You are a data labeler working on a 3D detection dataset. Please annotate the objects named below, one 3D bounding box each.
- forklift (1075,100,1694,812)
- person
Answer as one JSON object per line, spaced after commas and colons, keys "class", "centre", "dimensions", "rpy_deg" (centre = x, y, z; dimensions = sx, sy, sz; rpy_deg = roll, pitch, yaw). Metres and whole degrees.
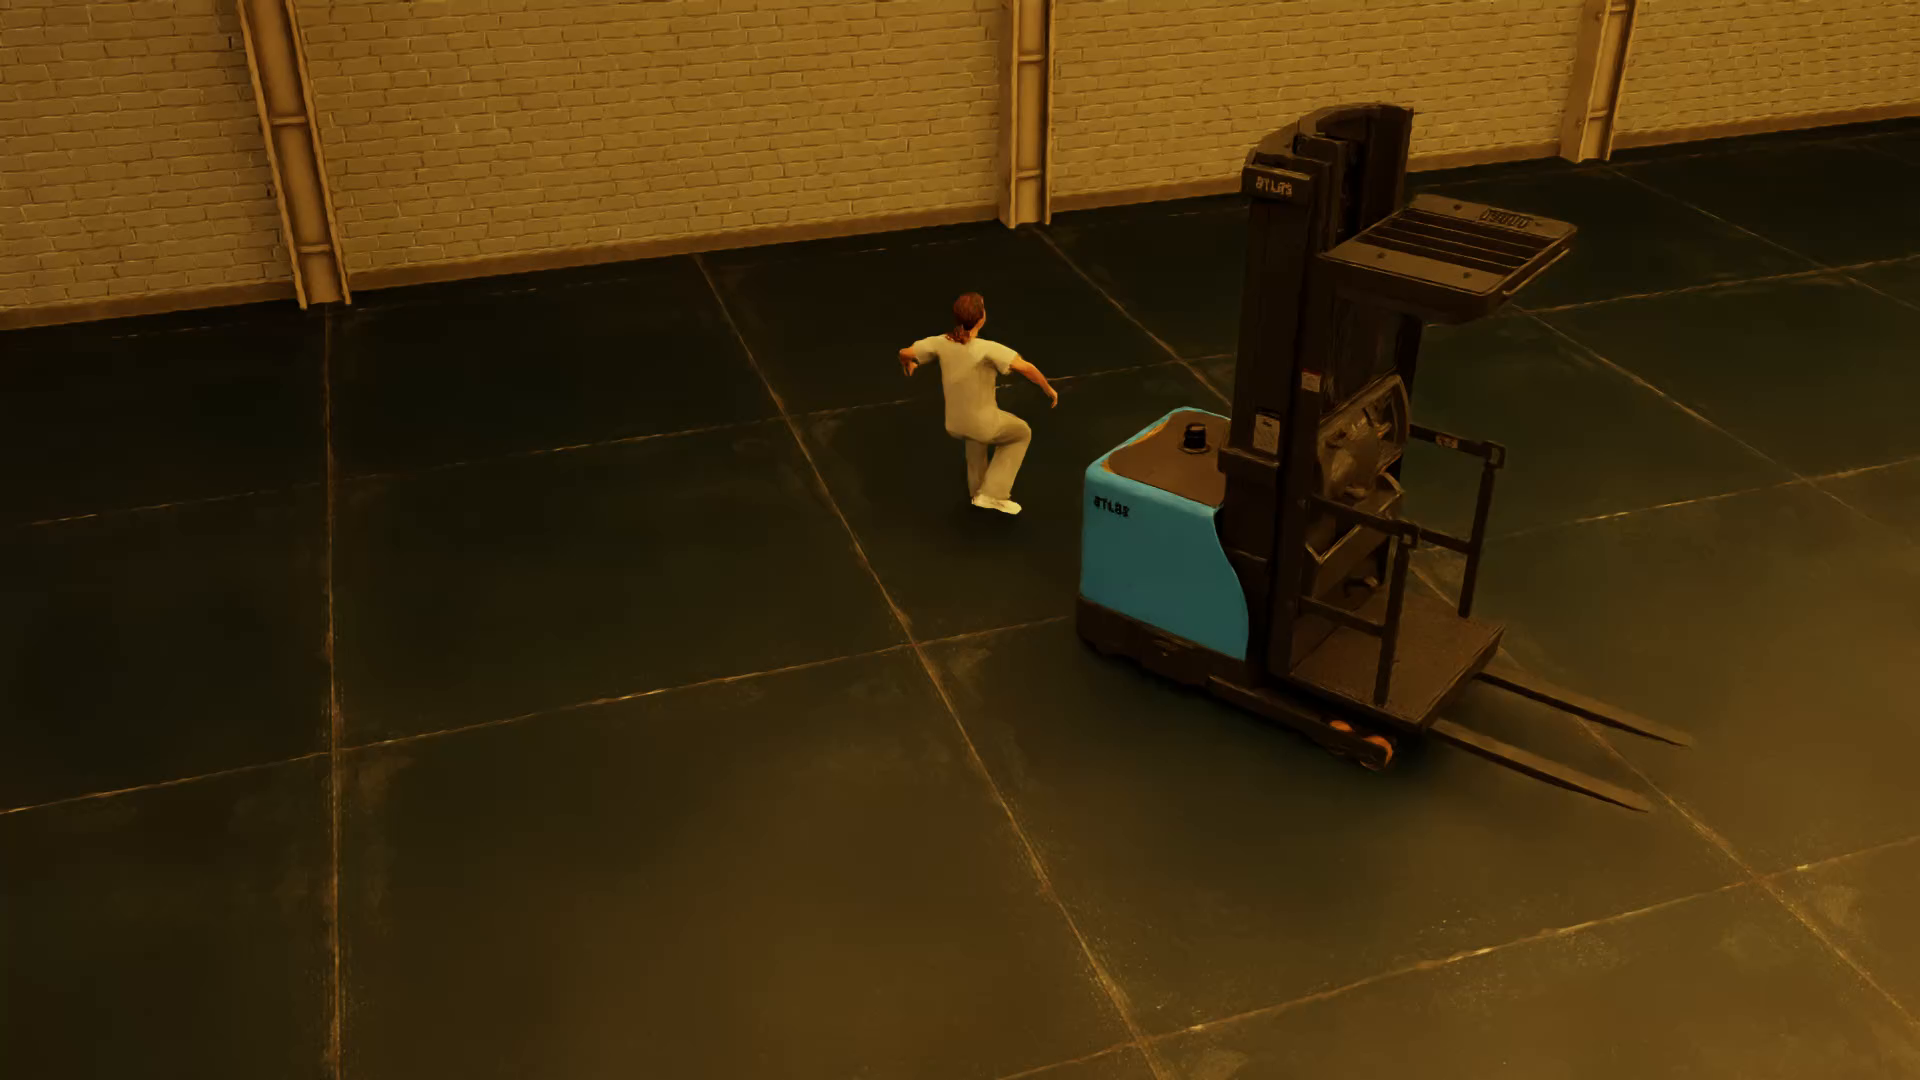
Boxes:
{"class": "forklift", "centre": [2.101, -0.455, 7.877], "dimensions": [3.031, 2.935, 1.130], "rpy_deg": [21, 36, 32]}
{"class": "person", "centre": [0.147, -0.817, 9.923], "dimensions": [1.023, 1.520, 0.740], "rpy_deg": [17, 34, 27]}
